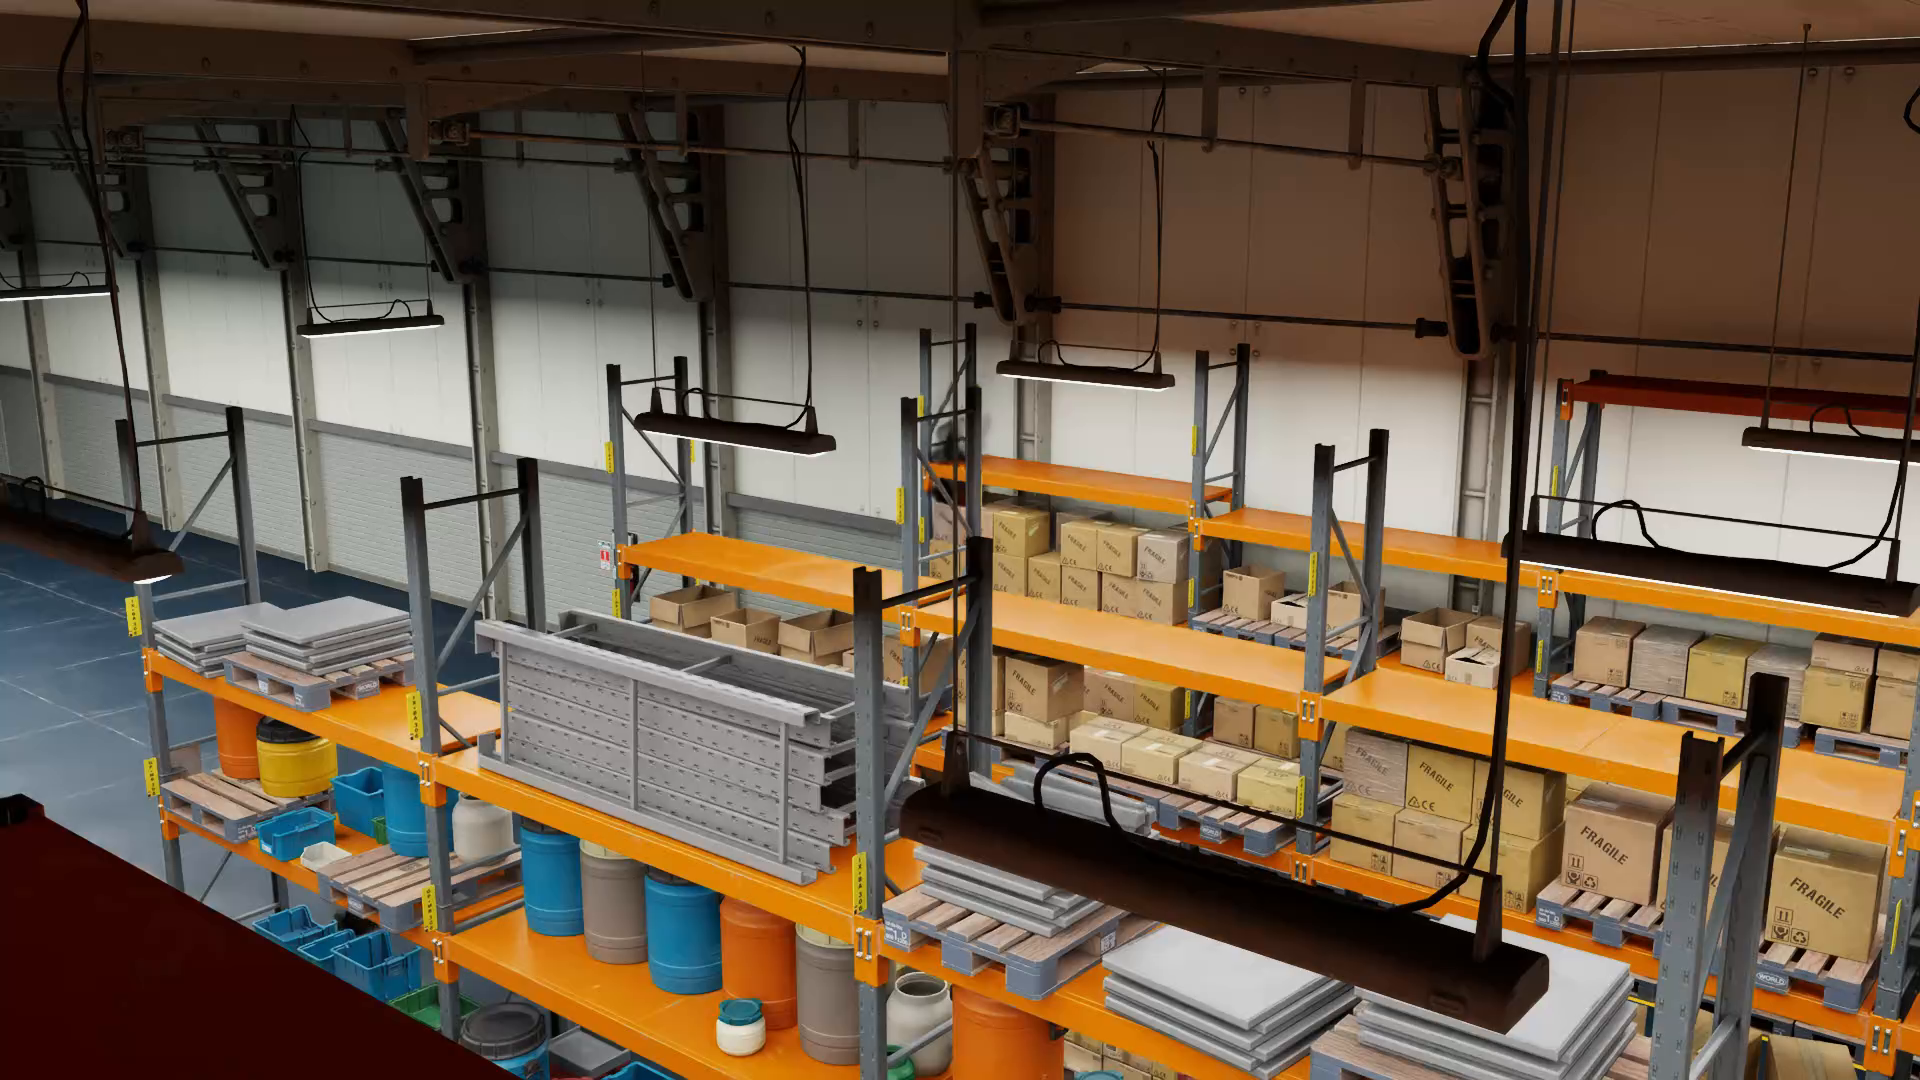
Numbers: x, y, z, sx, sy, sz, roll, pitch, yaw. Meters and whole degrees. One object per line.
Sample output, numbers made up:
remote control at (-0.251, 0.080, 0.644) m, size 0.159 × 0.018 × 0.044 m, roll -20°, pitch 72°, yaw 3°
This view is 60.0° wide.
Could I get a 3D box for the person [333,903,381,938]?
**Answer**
person at (-5.706, 3.742, 15.827) m, size 0.843 × 1.756 × 0.700 m, roll 5°, pitch 14°, yaw 23°
